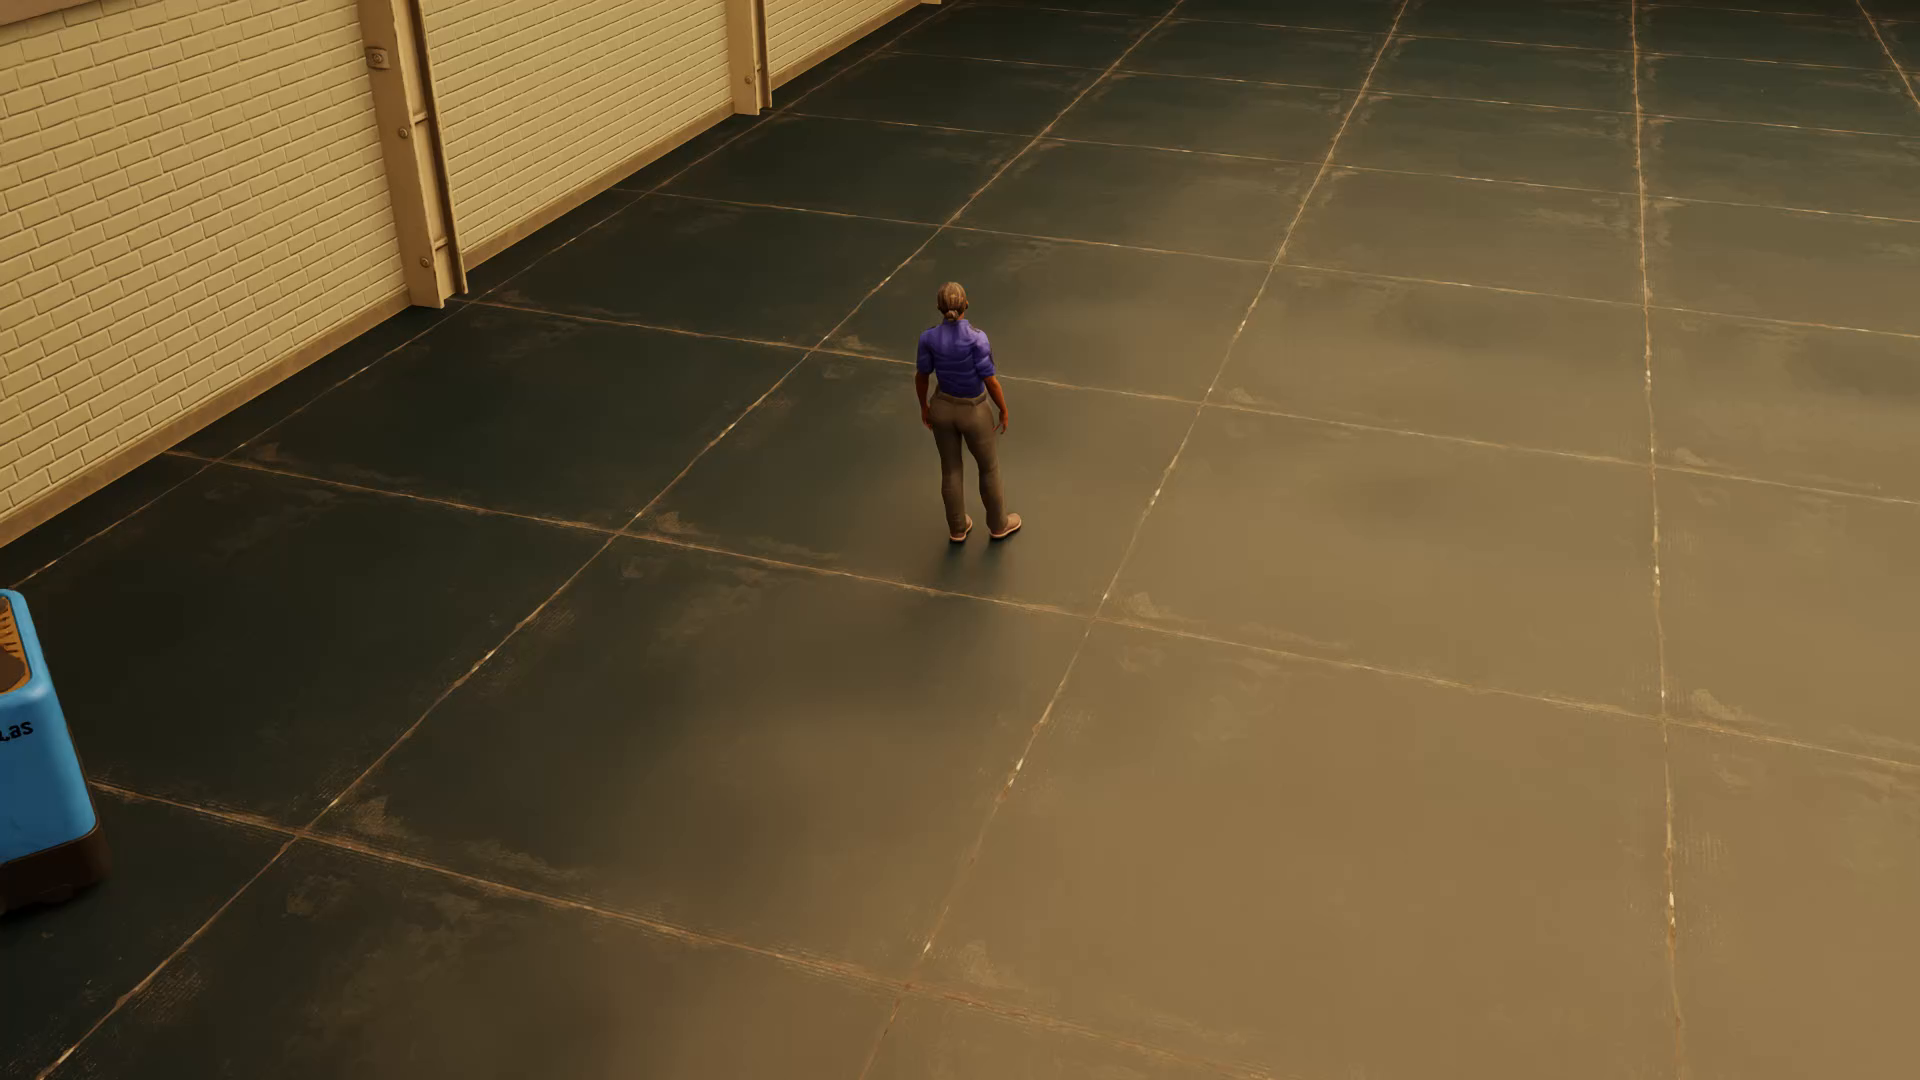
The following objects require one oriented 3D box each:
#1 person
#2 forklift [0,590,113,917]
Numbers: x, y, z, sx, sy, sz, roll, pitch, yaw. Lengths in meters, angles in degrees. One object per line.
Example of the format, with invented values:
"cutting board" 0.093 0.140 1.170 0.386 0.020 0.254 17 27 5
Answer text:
"person" 0.047 -0.763 9.749 0.569 1.654 0.504 10 31 16
"forklift" -5.284 0.461 6.328 3.031 2.935 1.130 -18 34 -28
